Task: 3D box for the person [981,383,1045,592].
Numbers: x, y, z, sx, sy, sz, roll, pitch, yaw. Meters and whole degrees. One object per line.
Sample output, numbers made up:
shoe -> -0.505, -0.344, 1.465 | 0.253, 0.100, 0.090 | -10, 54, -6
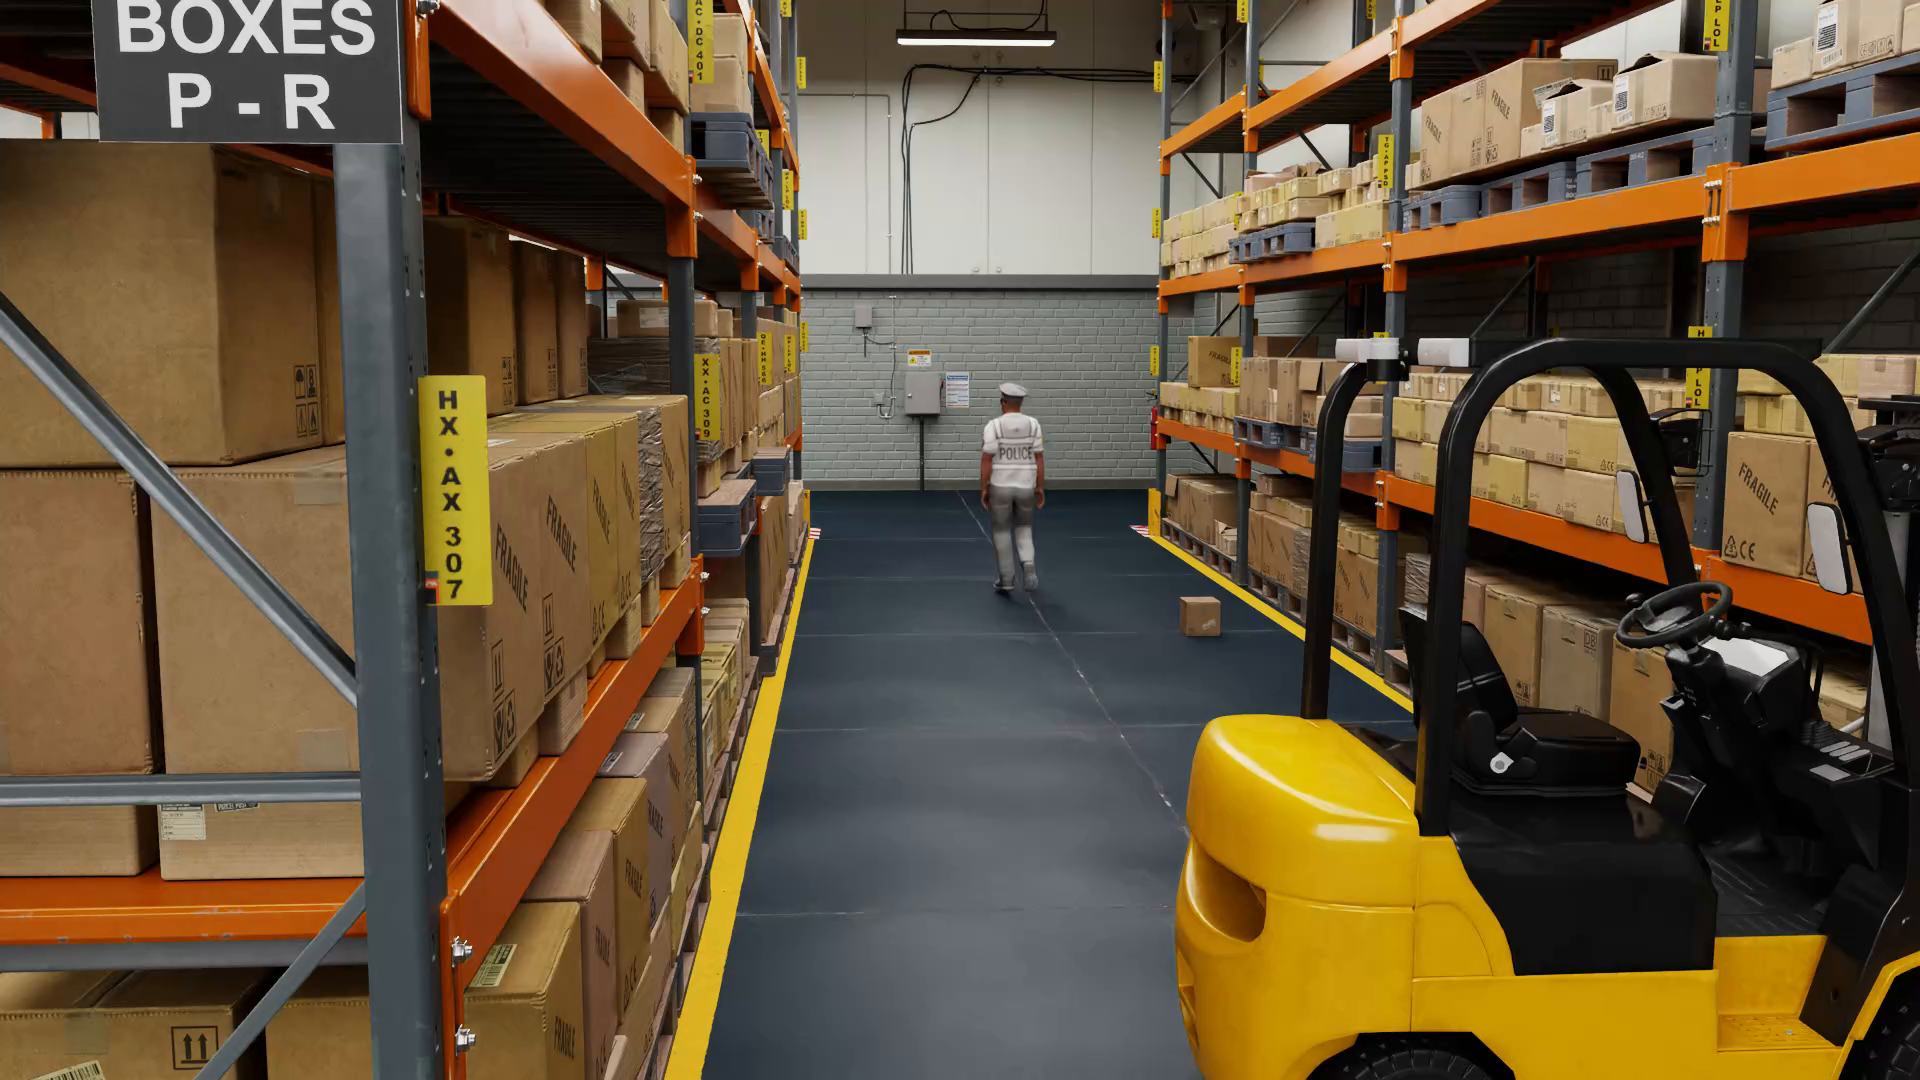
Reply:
person -> 0.436, -0.444, 14.164 | 0.564, 1.785, 0.476 | -2, 7, -17
